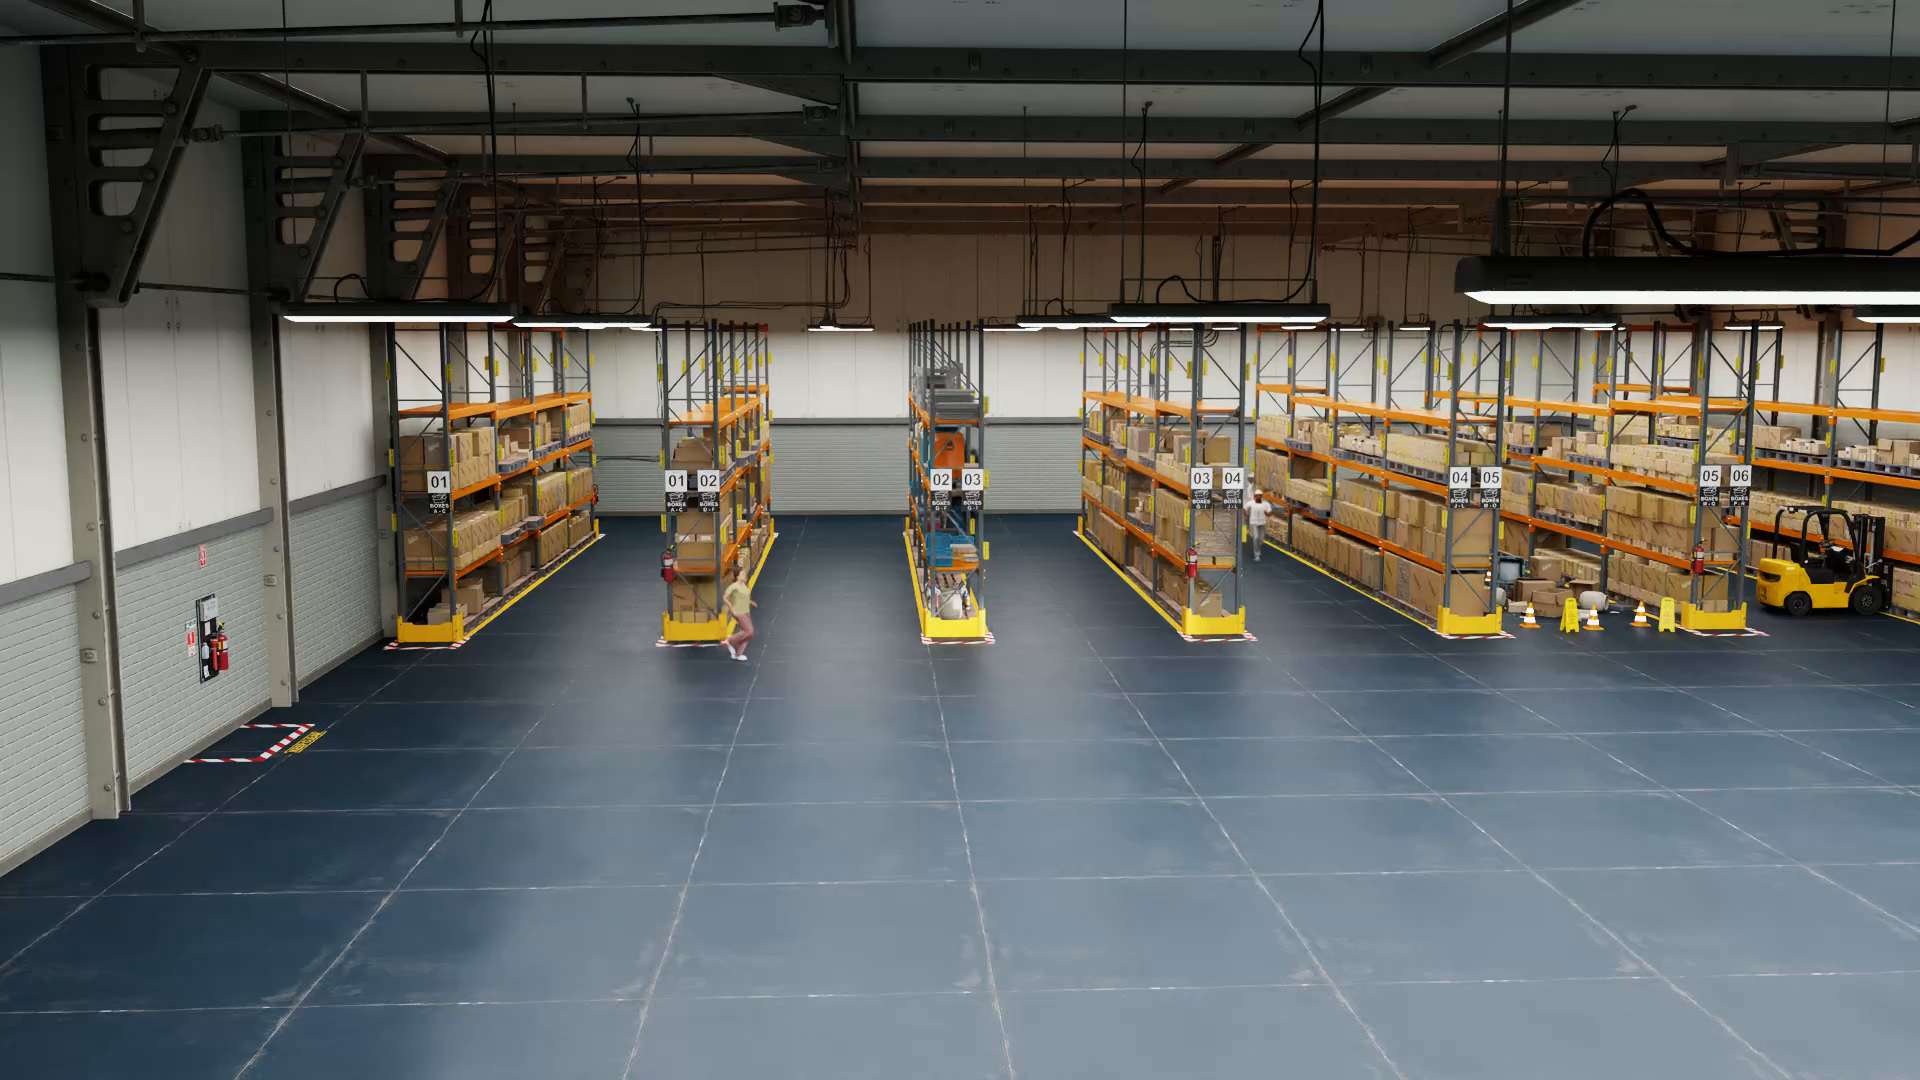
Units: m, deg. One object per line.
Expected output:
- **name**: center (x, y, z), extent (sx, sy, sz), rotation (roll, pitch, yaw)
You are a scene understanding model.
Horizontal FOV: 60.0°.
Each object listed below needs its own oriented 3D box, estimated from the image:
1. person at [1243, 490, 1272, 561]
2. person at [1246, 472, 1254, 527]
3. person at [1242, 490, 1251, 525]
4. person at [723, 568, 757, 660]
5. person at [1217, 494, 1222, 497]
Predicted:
- **person**: center (7.582, -0.402, 42.287), extent (0.699, 1.759, 0.980), rotation (0, 7, -2)
- **person**: center (8.597, -1.181, 49.163), extent (0.585, 1.677, 0.807), rotation (0, 7, 0)
- **person**: center (7.456, -0.553, 44.350), extent (0.553, 1.594, 0.797), rotation (-2, 7, -13)
- **person**: center (-3.843, 1.306, 29.313), extent (0.543, 1.631, 0.575), rotation (3, 8, 23)
- **person**: center (7.304, -0.782, 45.806), extent (0.669, 1.775, 0.817), rotation (0, 7, 4)
